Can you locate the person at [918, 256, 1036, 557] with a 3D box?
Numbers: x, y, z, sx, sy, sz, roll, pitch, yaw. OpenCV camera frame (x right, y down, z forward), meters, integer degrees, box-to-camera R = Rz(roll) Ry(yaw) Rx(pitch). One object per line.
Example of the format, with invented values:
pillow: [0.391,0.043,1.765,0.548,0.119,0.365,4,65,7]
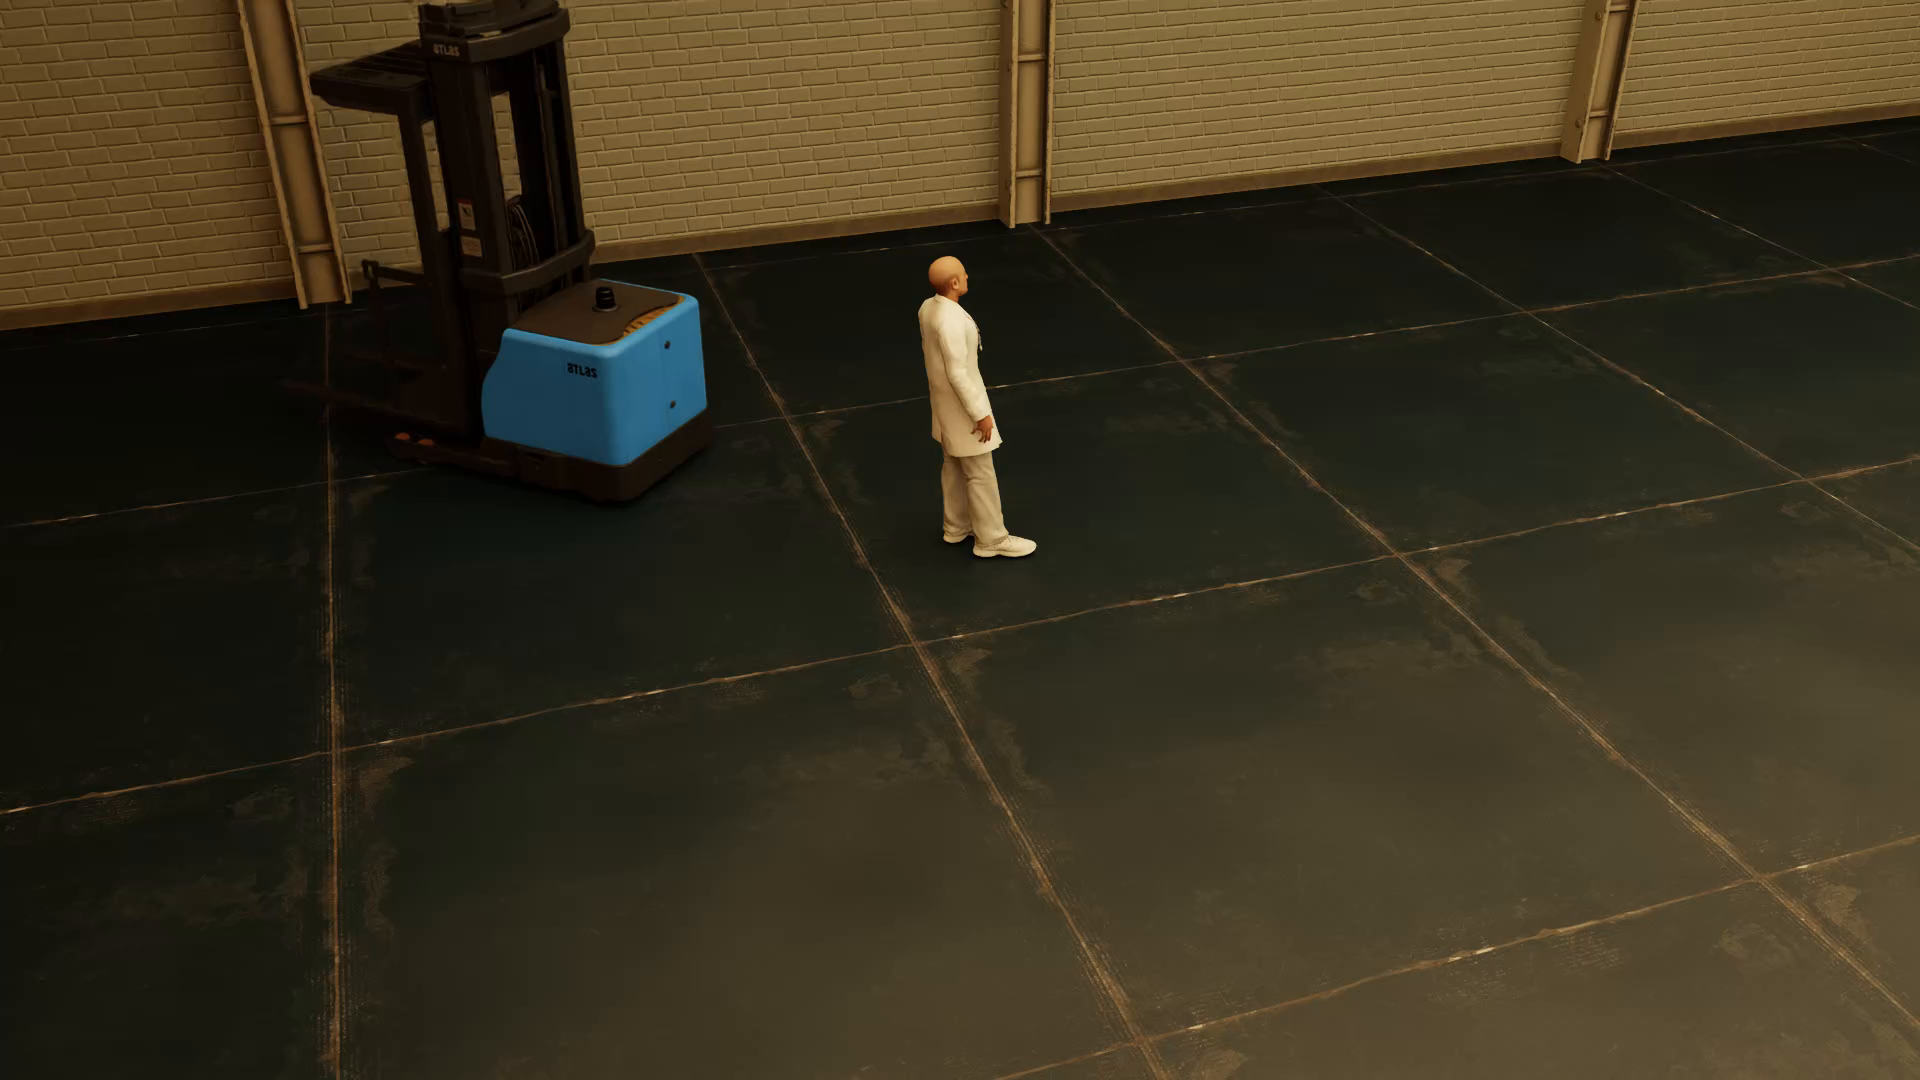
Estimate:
person: [0.087,-0.789,9.601,0.580,1.776,0.698,-10,31,-16]

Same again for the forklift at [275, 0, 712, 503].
forklift: [-3.206,-1.988,10.543,3.031,2.935,1.130,13,32,21]
